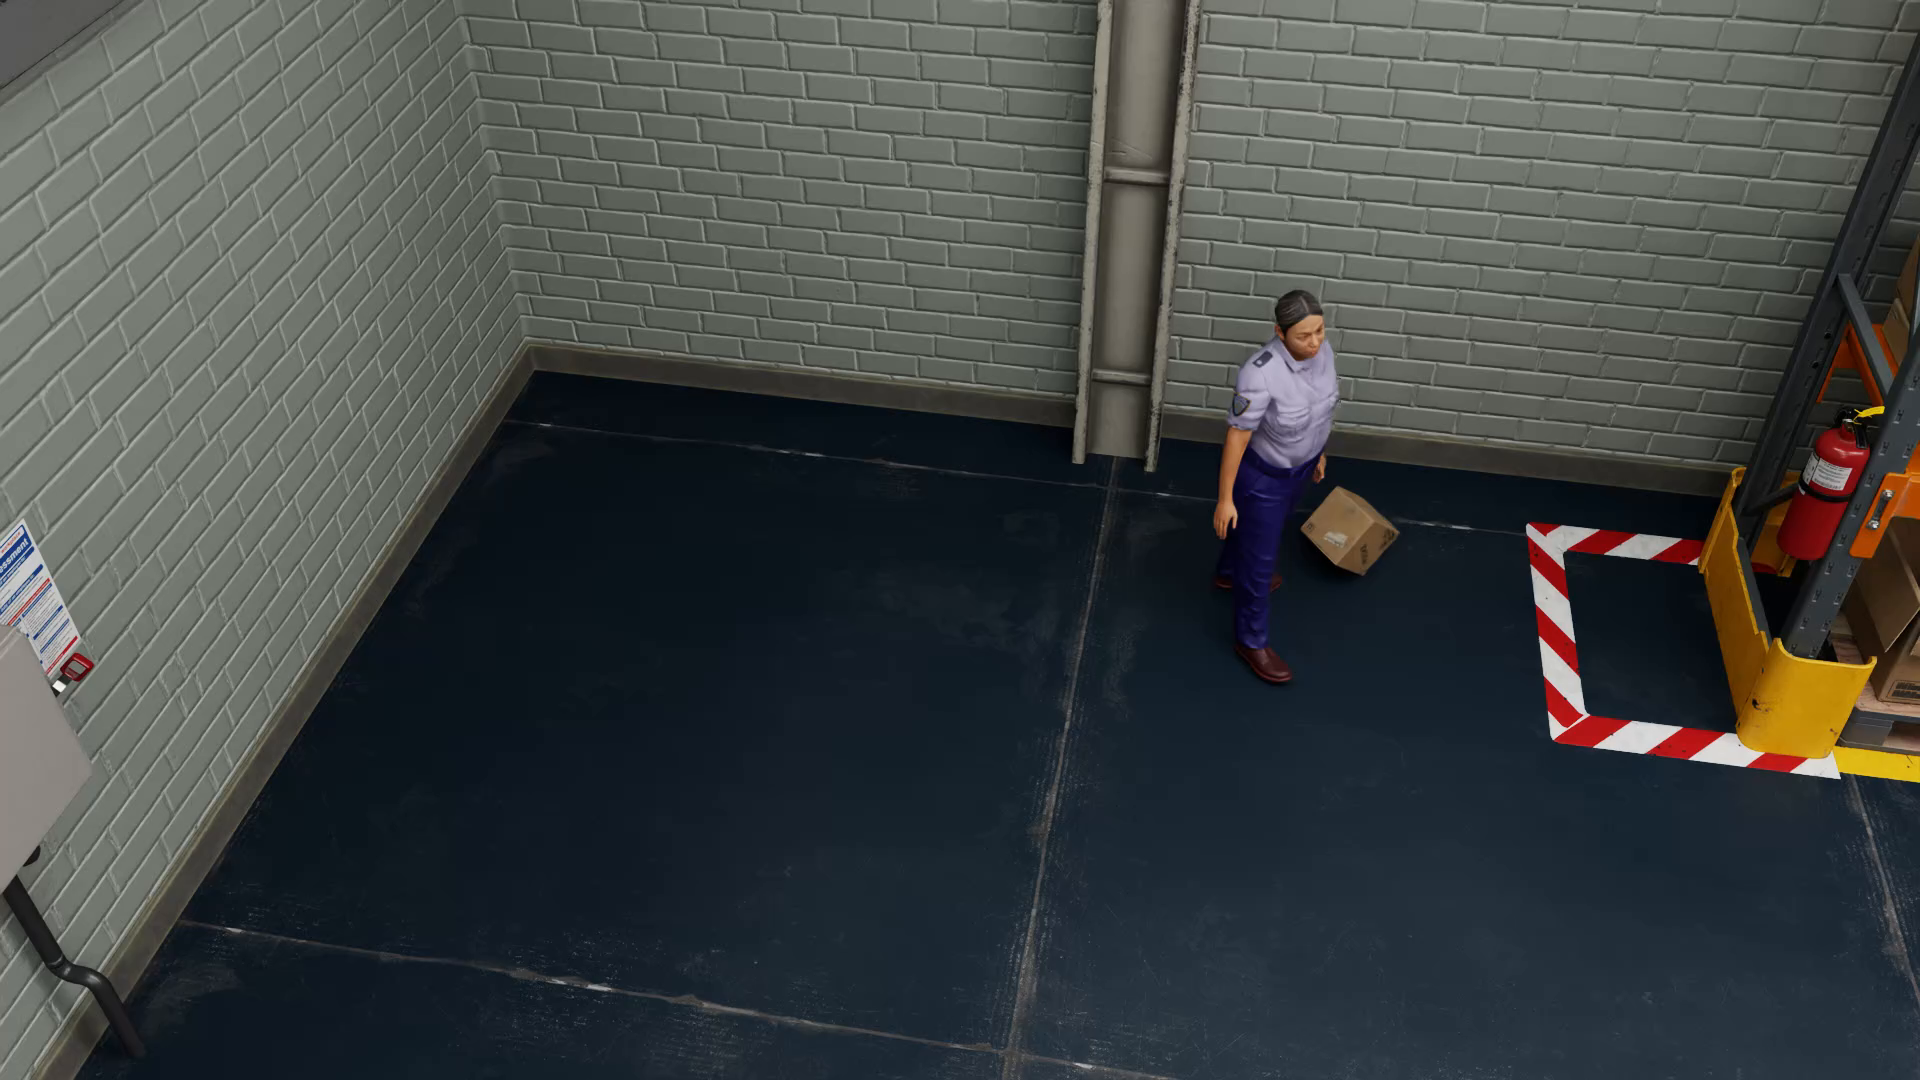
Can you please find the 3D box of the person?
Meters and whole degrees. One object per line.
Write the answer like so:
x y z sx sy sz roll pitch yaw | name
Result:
1.220 -0.241 6.431 0.670 1.635 0.614 -33 51 -32 | person
